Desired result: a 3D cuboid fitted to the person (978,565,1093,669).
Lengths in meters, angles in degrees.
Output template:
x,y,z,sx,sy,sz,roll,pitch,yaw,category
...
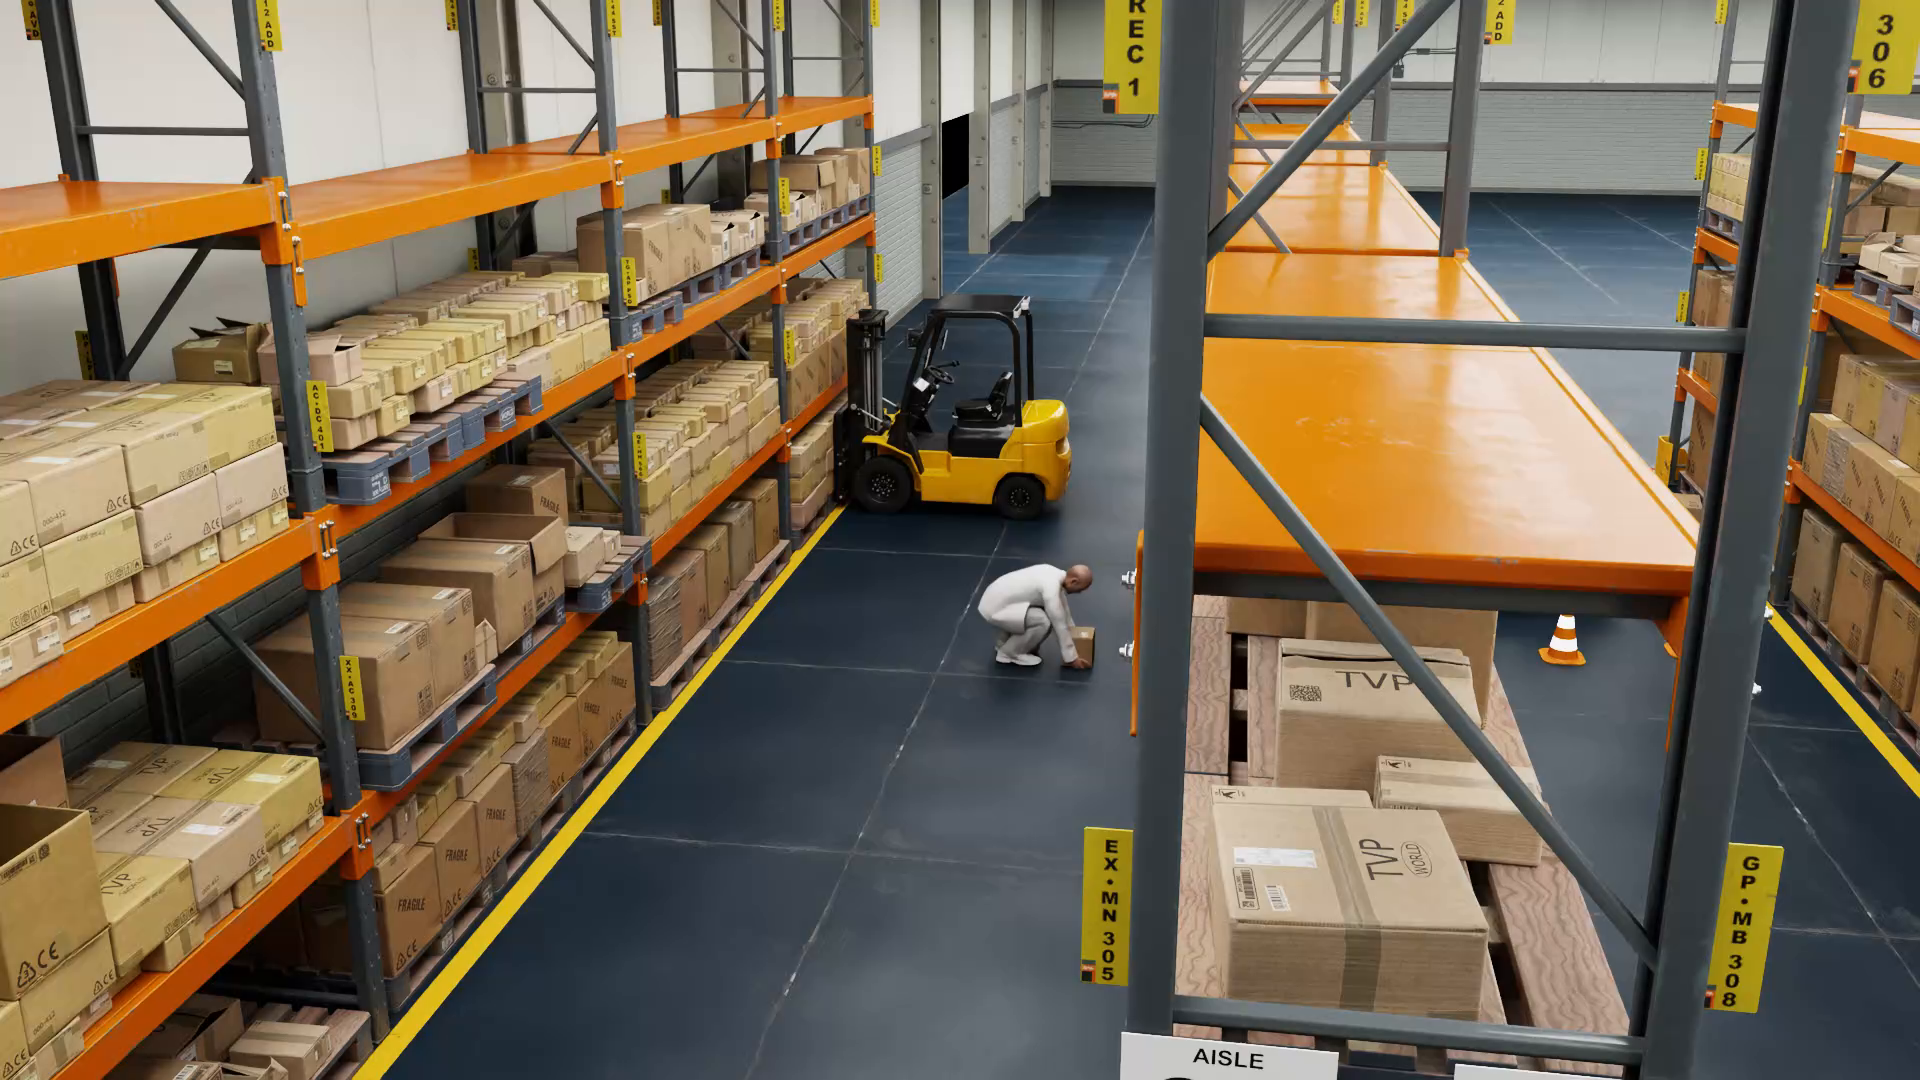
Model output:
x,y,z,sx,sy,sz,roll,pitch,yaw,category
0.609,0.636,13.393,0.922,0.834,0.578,3,18,8,person
